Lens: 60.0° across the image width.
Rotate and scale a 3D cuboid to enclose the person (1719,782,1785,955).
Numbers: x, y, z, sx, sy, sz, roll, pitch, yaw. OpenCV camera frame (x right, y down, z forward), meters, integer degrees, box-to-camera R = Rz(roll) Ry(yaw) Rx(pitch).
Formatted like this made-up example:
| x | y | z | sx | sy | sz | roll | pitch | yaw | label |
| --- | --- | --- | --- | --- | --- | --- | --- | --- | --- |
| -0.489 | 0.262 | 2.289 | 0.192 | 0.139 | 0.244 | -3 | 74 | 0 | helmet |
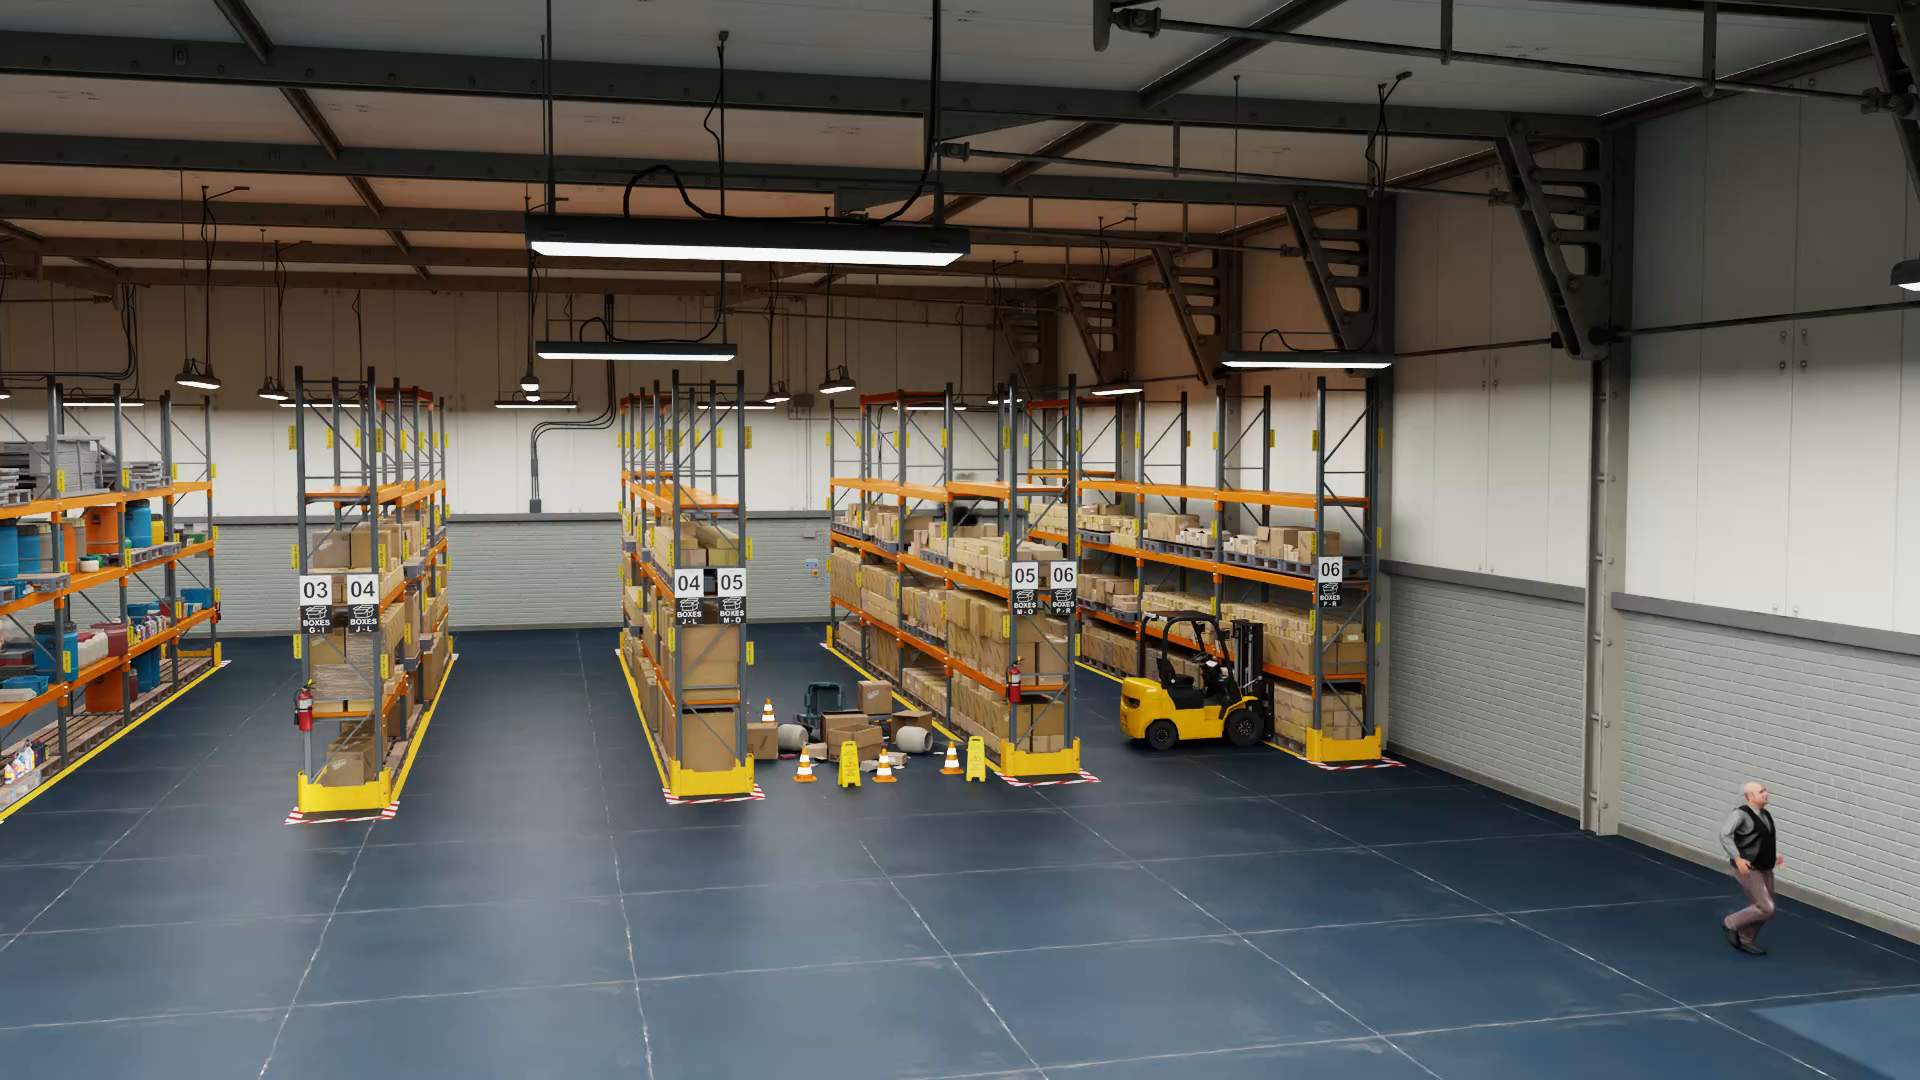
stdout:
| x | y | z | sx | sy | sz | roll | pitch | yaw | label |
| --- | --- | --- | --- | --- | --- | --- | --- | --- | --- |
| 7.721 | 3.194 | 16.181 | 0.666 | 1.685 | 0.515 | -2 | 4 | -34 | person |
